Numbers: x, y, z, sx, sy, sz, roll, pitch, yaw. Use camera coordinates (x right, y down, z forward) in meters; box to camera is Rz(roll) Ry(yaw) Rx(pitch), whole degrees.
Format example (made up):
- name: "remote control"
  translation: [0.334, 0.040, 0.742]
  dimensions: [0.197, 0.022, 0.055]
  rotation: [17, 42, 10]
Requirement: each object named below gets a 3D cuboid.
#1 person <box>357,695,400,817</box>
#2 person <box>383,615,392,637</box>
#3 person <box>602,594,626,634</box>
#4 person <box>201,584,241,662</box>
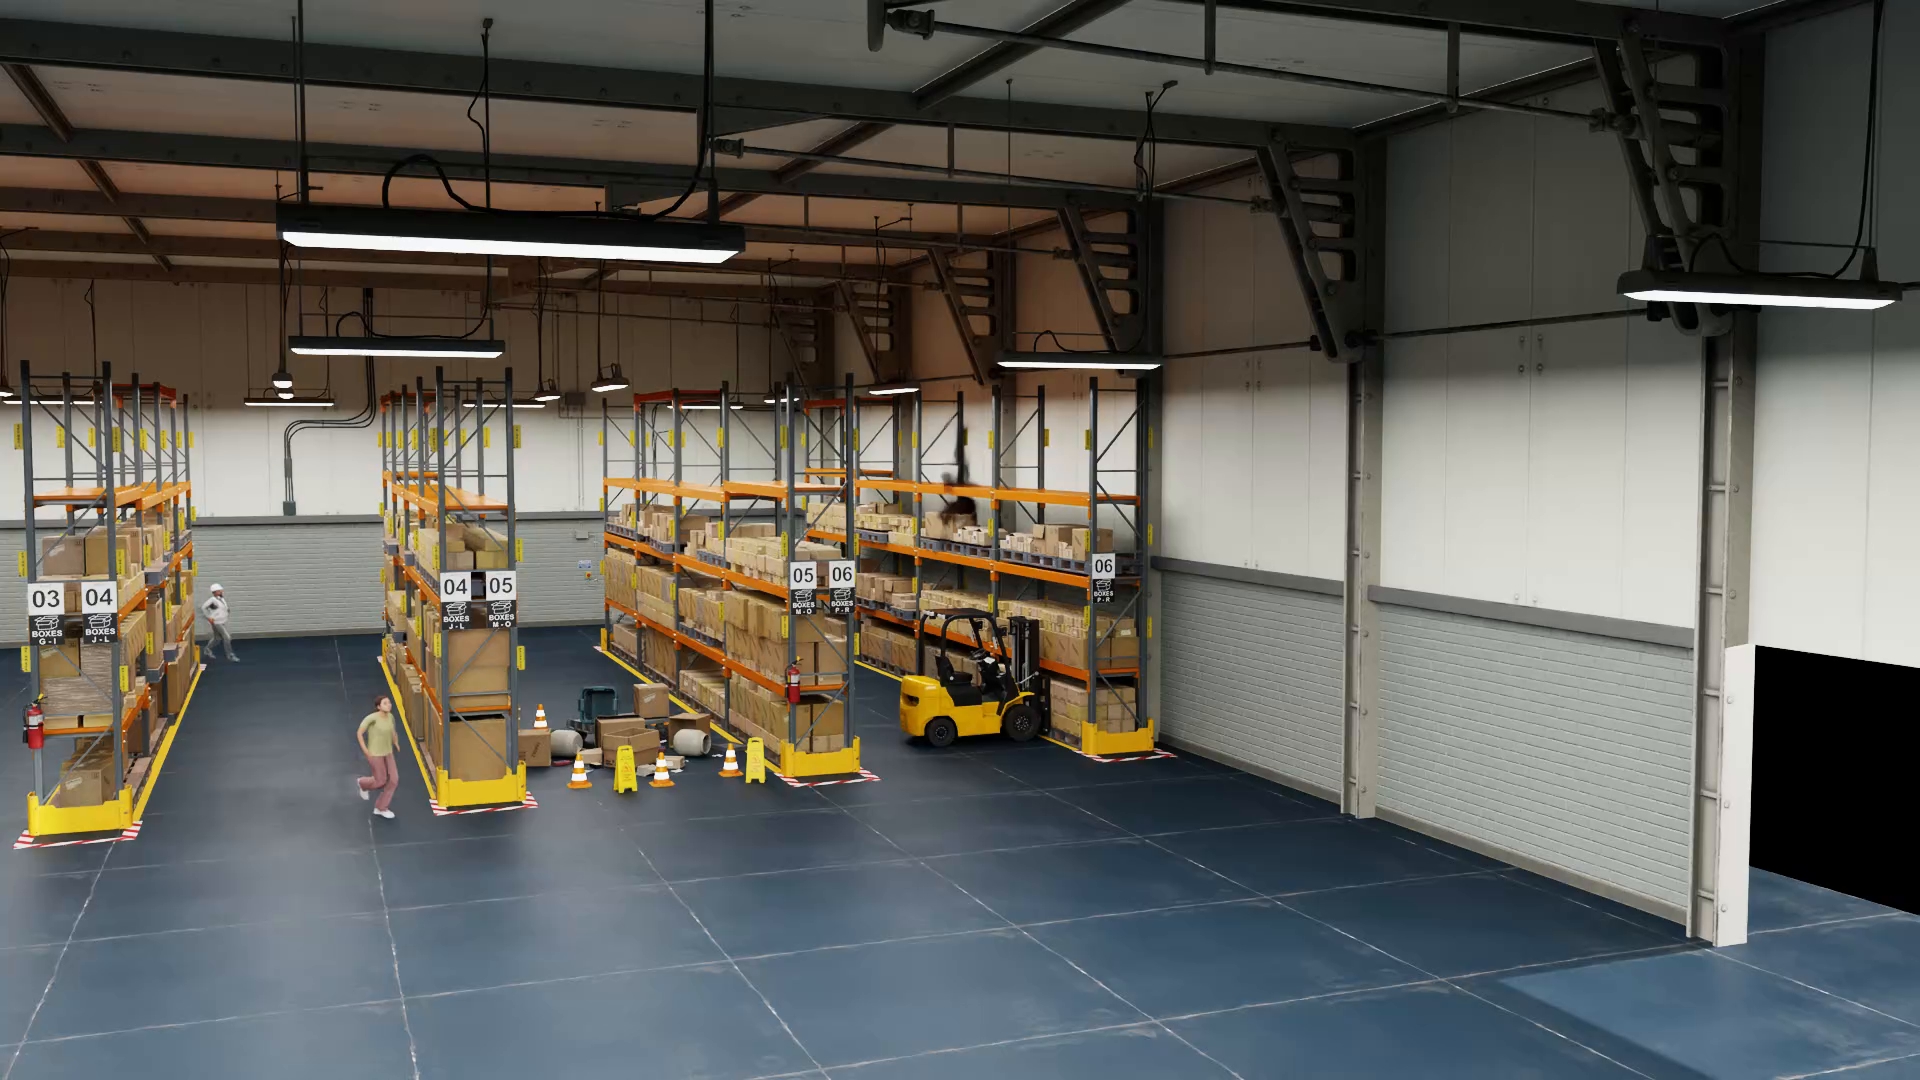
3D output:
- name: "person"
  translation: [-7.774, 2.884, 22.186]
  dimensions: [0.639, 1.577, 0.588]
  rotation: [2, 4, 32]
- name: "person"
  translation: [-13.105, 1.859, 38.586]
  dimensions: [0.536, 1.669, 0.715]
  rotation: [-2, 4, -30]
- name: "person"
  translation: [-8.509, 1.680, 41.293]
  dimensions: [0.854, 1.705, 0.596]
  rotation: [-2, 4, -36]
- name: "person"
  translation: [-16.657, 1.865, 37.304]
  dimensions: [0.894, 1.779, 0.735]
  rotation: [0, 3, -1]
